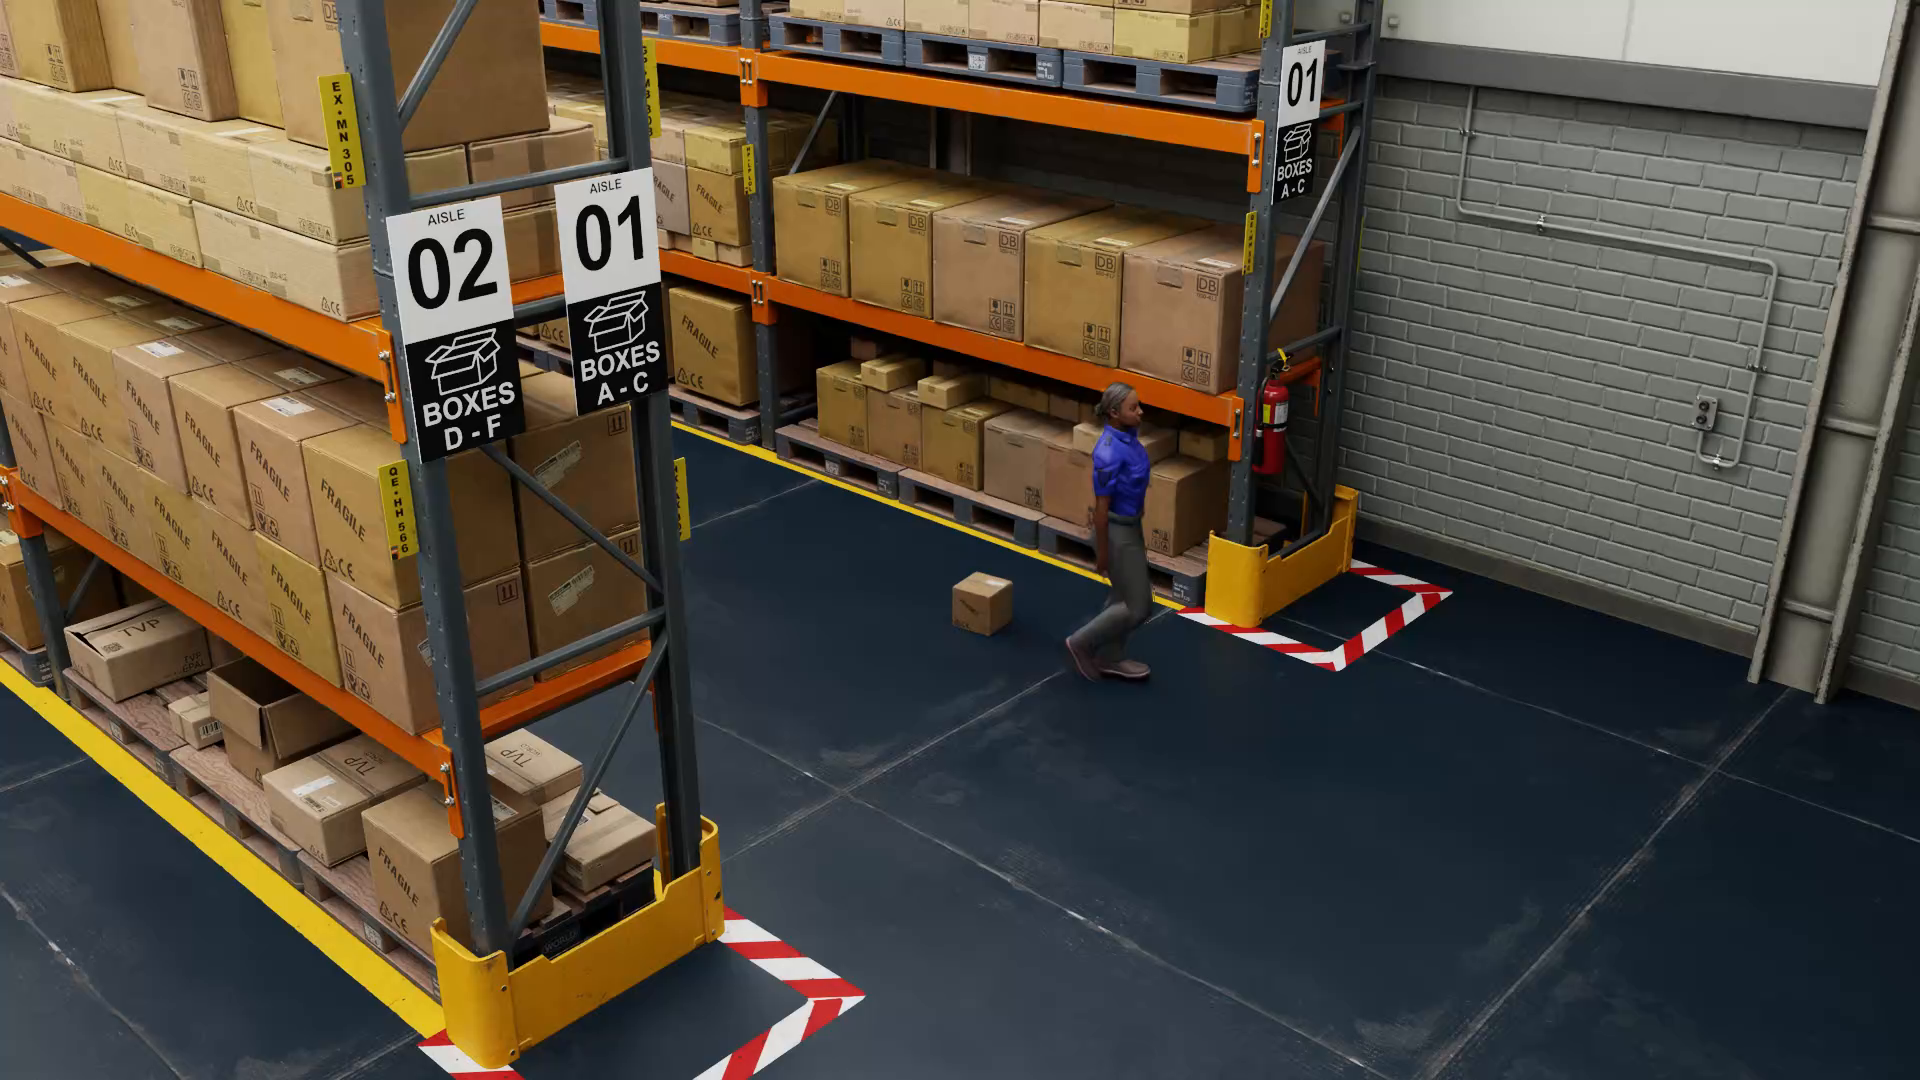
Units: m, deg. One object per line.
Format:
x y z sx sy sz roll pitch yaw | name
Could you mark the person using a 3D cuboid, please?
0.813 -0.027 8.616 0.464 1.644 0.436 7 25 15 | person
